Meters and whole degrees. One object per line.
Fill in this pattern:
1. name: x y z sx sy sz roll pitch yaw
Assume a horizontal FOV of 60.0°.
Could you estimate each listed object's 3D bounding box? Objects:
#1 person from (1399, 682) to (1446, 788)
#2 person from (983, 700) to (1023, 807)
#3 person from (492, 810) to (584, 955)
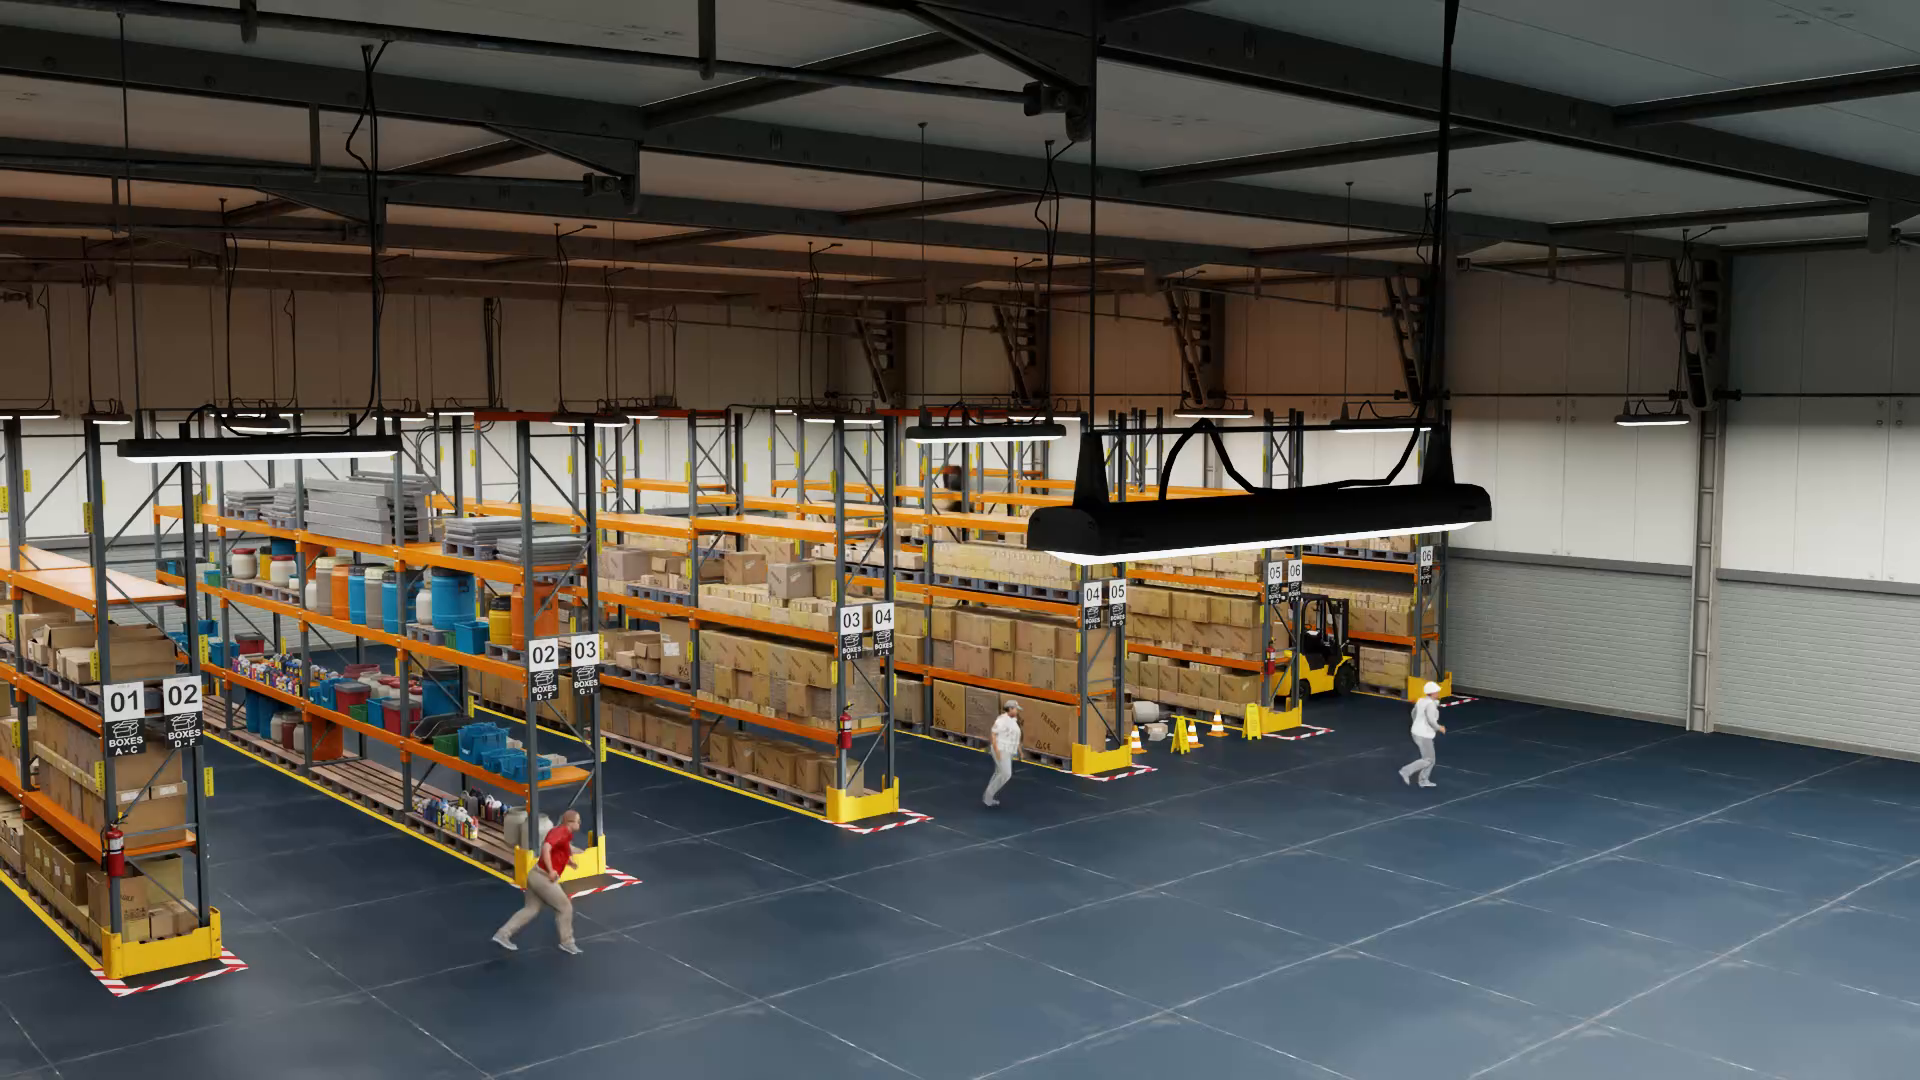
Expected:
1. person: 7.416 3.137 26.730 0.754 1.726 0.659 0 5 -3
2. person: 0.646 3.277 25.610 0.589 1.601 0.676 2 6 25
3. person: -4.740 3.902 18.654 1.012 1.700 0.708 -2 5 -17
